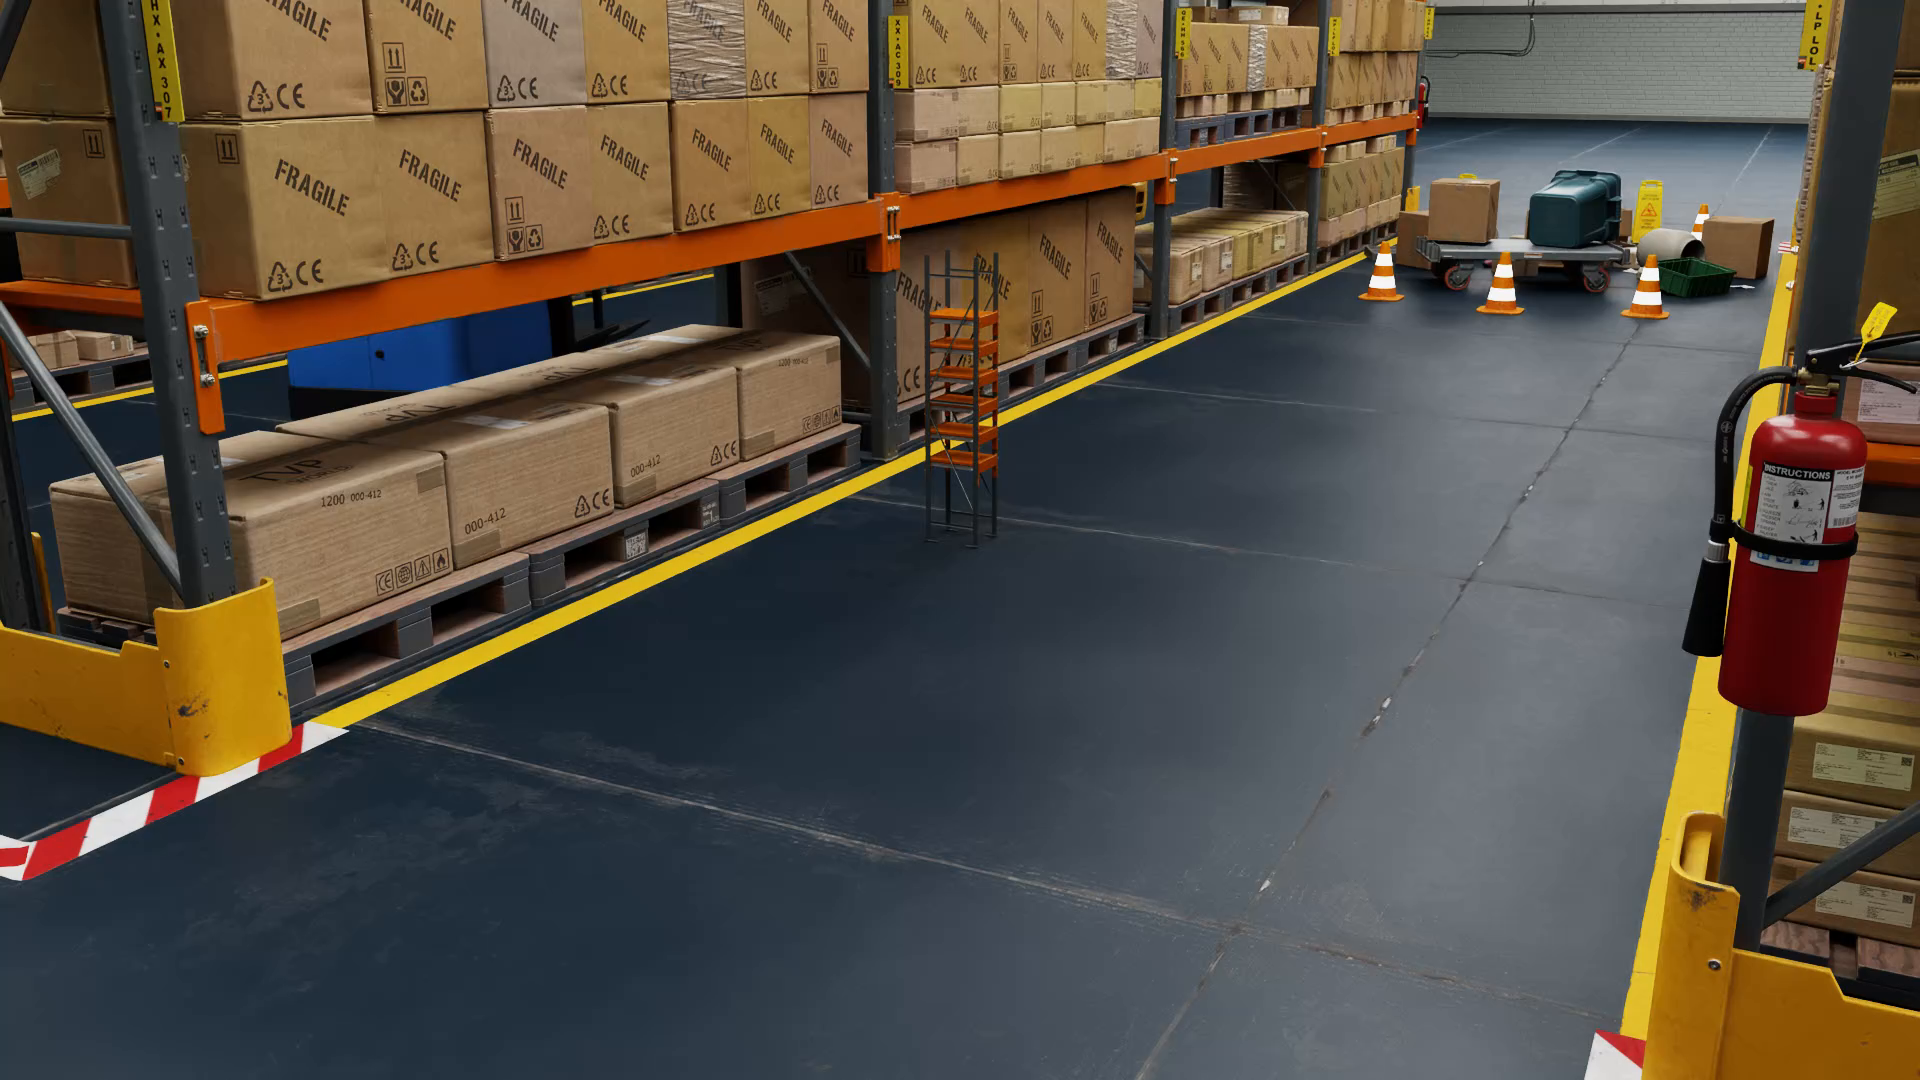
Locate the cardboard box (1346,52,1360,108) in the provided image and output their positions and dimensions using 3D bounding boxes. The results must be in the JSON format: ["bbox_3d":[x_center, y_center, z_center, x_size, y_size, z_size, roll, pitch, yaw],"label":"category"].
[{"bbox_3d":[3.439,-4.333,15.646,0.500,0.500,0.500,8,18,25],"label":"cardboard box"}]

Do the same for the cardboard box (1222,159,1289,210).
[{"bbox_3d":[2.814,-3.362,15.851,0.500,0.500,0.500,8,18,25],"label":"cardboard box"}]

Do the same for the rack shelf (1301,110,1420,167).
[{"bbox_3d":[3.683,-4.099,16.821,1.077,0.370,4.000,8,18,25],"label":"rack shelf"}]

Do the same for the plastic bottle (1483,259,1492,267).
[{"bbox_3d":[5.044,-2.616,15.726,0.133,0.061,0.283,12,20,35],"label":"plastic bottle"}]

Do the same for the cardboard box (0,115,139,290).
[{"bbox_3d":[-2.594,-1.083,5.226,0.500,0.500,0.500,8,18,26],"label":"cardboard box"}]

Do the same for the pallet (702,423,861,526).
[{"bbox_3d":[-1.195,-0.377,7.922,1.003,0.211,1.213,8,18,25],"label":"pallet"}]

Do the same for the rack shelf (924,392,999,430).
[{"bbox_3d":[0.006,-0.536,6.879,0.258,0.103,0.180,8,18,25],"label":"rack shelf"}]

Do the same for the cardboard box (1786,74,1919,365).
[{"bbox_3d":[1.871,-0.612,3.118,0.500,0.500,0.500,9,19,26],"label":"cardboard box"}]

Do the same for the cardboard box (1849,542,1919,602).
[{"bbox_3d":[2.536,0.114,4.598,0.380,0.149,0.250,7,18,24],"label":"cardboard box"}]

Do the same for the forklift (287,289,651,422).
[{"bbox_3d":[-2.722,-2.296,9.607,1.130,2.935,3.031,3,17,11],"label":"forklift"}]

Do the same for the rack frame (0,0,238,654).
[{"bbox_3d":[-2.573,-0.878,4.713,1.000,3.000,0.127,8,18,25],"label":"rack frame"}]

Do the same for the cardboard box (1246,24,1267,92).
[{"bbox_3d":[2.098,-3.789,13.078,0.500,0.500,0.500,7,18,23],"label":"cardboard box"}]

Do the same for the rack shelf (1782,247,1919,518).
[{"bbox_3d":[2.794,-0.439,4.497,1.077,0.370,4.000,8,18,25],"label":"rack shelf"}]

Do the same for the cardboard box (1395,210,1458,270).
[{"bbox_3d":[4.485,-2.838,15.695,0.500,0.500,0.500,-7,18,-22],"label":"cardboard box"}]

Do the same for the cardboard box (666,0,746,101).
[{"bbox_3d":[-1.202,-2.010,6.591,0.500,0.500,0.500,8,18,26],"label":"cardboard box"}]

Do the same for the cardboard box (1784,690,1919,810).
[{"bbox_3d":[1.911,0.439,3.503,0.380,0.149,0.250,8,18,26],"label":"cardboard box"}]

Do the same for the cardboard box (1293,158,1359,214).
[{"bbox_3d":[3.523,-3.431,16.083,0.500,0.500,0.500,9,19,28],"label":"cardboard box"}]

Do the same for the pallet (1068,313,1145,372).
[{"bbox_3d":[0.582,-1.388,11.327,1.003,0.211,1.213,8,18,25],"label":"pallet"}]

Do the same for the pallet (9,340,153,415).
[{"bbox_3d":[-5.535,-1.016,10.075,1.003,0.211,1.213,8,18,25],"label":"pallet"}]

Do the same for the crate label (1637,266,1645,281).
[{"bbox_3d":[6.128,-2.333,14.637,0.298,0.136,0.250,-4,17,-13],"label":"crate label"}]

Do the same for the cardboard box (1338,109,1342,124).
[{"bbox_3d":[3.375,-3.996,15.652,0.380,0.149,0.250,8,18,25],"label":"cardboard box"}]

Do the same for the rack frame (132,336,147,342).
[{"bbox_3d":[-5.228,-2.528,10.266,1.000,3.000,0.127,8,18,25],"label":"rack frame"}]

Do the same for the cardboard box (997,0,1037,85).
[{"bbox_3d":[0.097,-2.760,9.118,0.500,0.500,0.500,8,18,24],"label":"cardboard box"}]

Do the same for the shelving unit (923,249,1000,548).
[{"bbox_3d":[0.006,-0.579,6.866,0.258,1.200,0.189,8,18,25],"label":"shelving unit"}]

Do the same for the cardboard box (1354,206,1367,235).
[{"bbox_3d":[3.758,-3.207,16.645,0.500,0.250,0.500,8,18,25],"label":"cardboard box"}]

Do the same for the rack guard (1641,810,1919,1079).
[{"bbox_3d":[1.935,0.905,3.100,1.175,0.500,0.348,8,18,25],"label":"rack guard"}]

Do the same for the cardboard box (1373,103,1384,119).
[{"bbox_3d":[4.092,-4.376,16.931,0.380,0.149,0.250,8,18,25],"label":"cardboard box"}]

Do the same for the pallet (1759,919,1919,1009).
[{"bbox_3d":[2.329,0.841,3.823,1.003,0.211,1.213,8,18,25],"label":"pallet"}]

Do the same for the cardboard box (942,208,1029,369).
[{"bbox_3d":[-0.183,-1.479,9.730,0.875,0.875,0.875,9,19,27],"label":"cardboard box"}]

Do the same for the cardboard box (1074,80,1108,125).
[{"bbox_3d":[0.577,-2.664,10.110,0.500,0.250,0.500,8,18,24],"label":"cardboard box"}]

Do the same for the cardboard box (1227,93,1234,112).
[{"bbox_3d":[1.904,-3.403,12.918,0.380,0.149,0.250,9,19,28],"label":"cardboard box"}]

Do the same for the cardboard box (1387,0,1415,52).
[{"bbox_3d":[4.175,-5.195,16.791,0.700,0.500,0.500,8,18,25],"label":"cardboard box"}]

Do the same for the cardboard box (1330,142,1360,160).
[{"bbox_3d":[3.632,-3.760,16.050,0.380,0.149,0.250,9,19,27],"label":"cardboard box"}]

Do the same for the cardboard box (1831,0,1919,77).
[{"bbox_3d":[1.883,-1.092,2.979,0.500,0.500,0.500,8,18,24],"label":"cardboard box"}]

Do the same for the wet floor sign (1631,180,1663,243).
[{"bbox_3d":[7.292,-3.480,17.609,0.267,0.644,0.232,5,17,16],"label":"wet floor sign"}]

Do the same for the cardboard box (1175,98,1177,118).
[{"bbox_3d":[1.313,-3.056,11.748,0.380,0.149,0.250,7,18,22],"label":"cardboard box"}]

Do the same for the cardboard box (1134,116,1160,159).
[{"bbox_3d":[1.008,-2.682,11.050,0.500,0.250,0.500,7,18,23],"label":"cardboard box"}]

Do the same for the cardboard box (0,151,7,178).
[{"bbox_3d":[-5.477,-2.092,9.241,0.380,0.149,0.250,9,19,27],"label":"cardboard box"}]

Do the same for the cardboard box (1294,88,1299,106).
[{"bbox_3d":[2.673,-3.785,14.202,0.380,0.149,0.250,8,18,24],"label":"cardboard box"}]

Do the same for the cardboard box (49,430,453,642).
[{"bbox_3d":[-2.367,-0.032,5.627,0.875,0.438,0.875,7,18,24],"label":"cardboard box"}]

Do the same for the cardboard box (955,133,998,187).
[{"bbox_3d":[-0.123,-2.036,8.873,0.500,0.250,0.500,8,18,24],"label":"cardboard box"}]

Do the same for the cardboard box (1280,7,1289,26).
[{"bbox_3d":[2.489,-4.314,13.706,0.380,0.149,0.250,8,18,24],"label":"cardboard box"}]

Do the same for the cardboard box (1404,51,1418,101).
[{"bbox_3d":[4.581,-4.971,17.794,0.500,0.500,0.500,8,18,24],"label":"cardboard box"}]

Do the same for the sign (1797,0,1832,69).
[{"bbox_3d":[3.190,-1.918,6.179,0.100,0.325,0.005,8,18,25],"label":"sign"}]

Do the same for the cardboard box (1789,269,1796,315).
[{"bbox_3d":[4.260,-1.143,7.940,0.500,0.250,0.500,7,18,23],"label":"cardboard box"}]

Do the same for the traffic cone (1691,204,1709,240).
[{"bbox_3d":[7.543,-3.179,16.914,0.336,0.463,0.334,8,18,25],"label":"traffic cone"}]

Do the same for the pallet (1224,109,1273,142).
[{"bbox_3d":[1.850,-3.333,13.316,1.003,0.211,1.213,8,18,25],"label":"pallet"}]

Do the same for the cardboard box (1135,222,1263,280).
[{"bbox_3d":[1.930,-2.382,13.652,0.950,0.372,0.625,9,19,27],"label":"cardboard box"}]

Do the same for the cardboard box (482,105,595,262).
[{"bbox_3d":[-1.657,-1.272,5.861,0.500,0.500,0.500,8,18,25],"label":"cardboard box"}]
